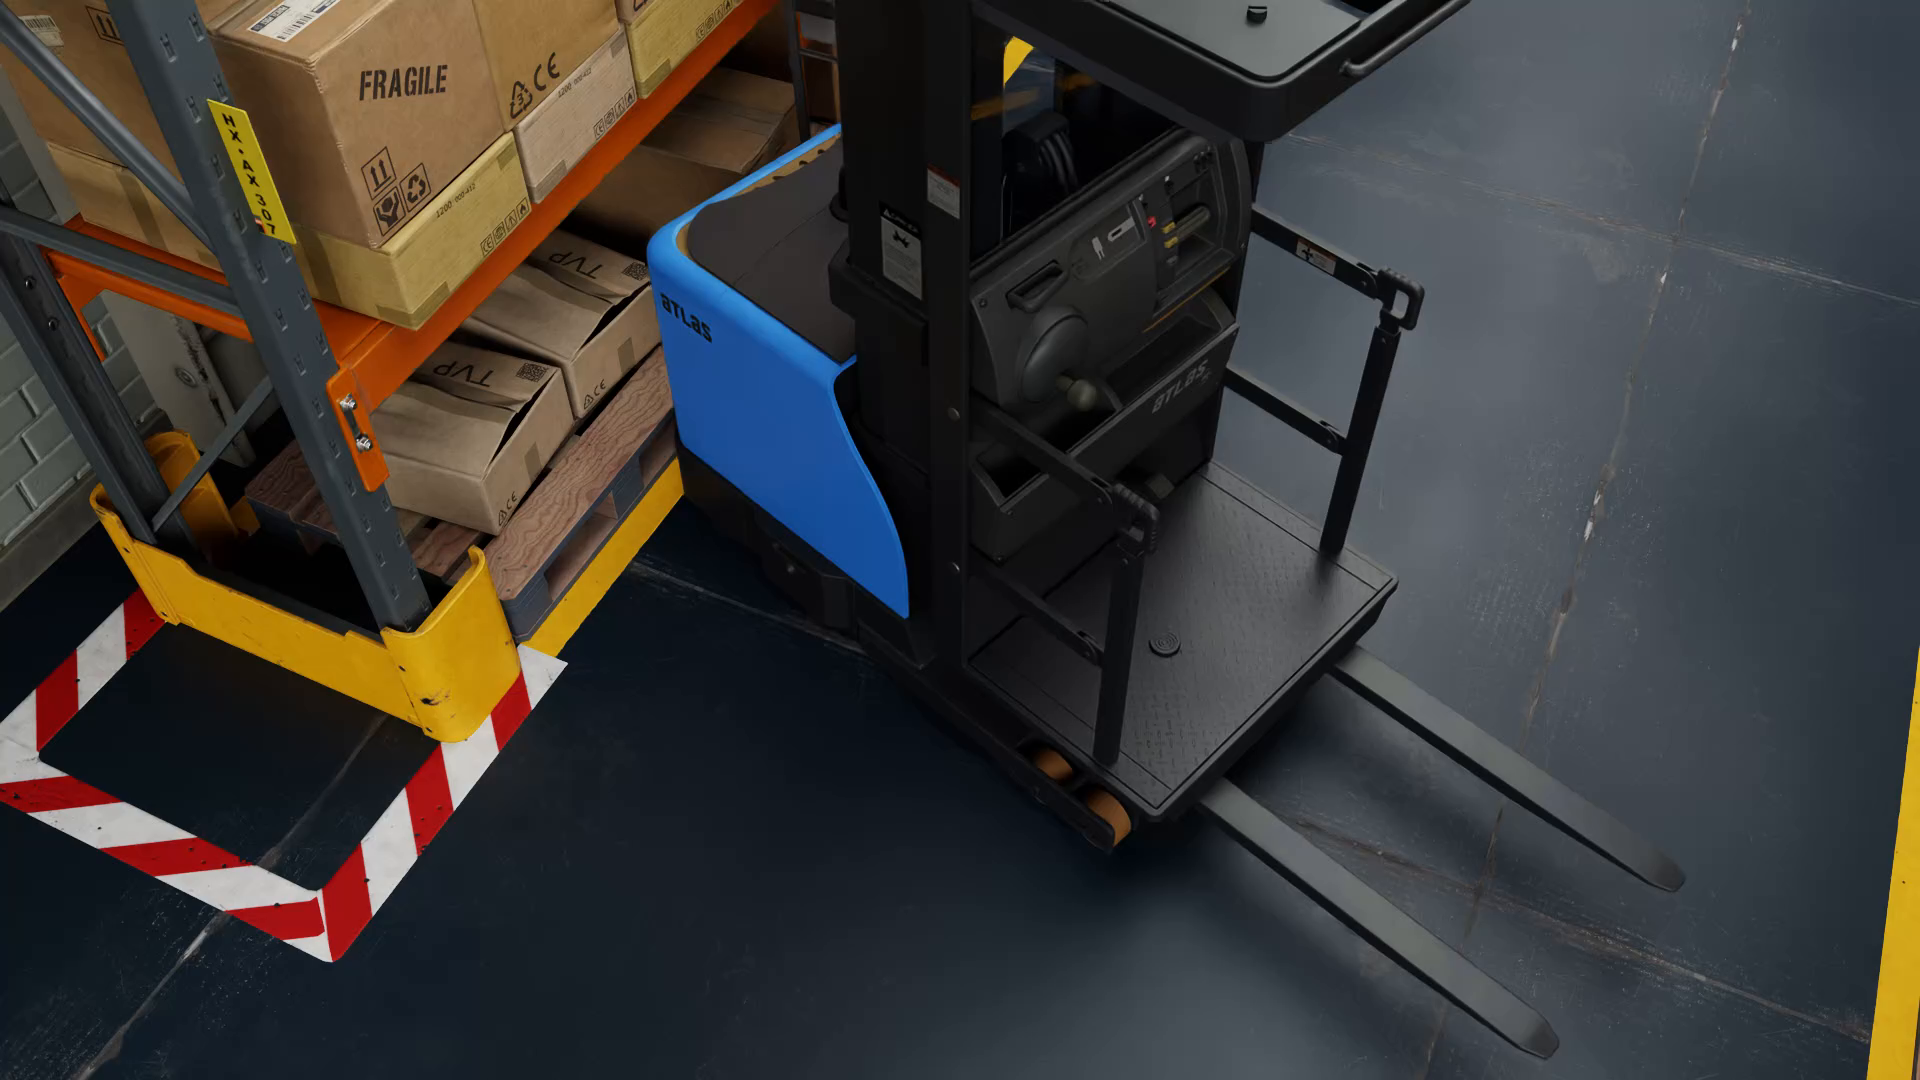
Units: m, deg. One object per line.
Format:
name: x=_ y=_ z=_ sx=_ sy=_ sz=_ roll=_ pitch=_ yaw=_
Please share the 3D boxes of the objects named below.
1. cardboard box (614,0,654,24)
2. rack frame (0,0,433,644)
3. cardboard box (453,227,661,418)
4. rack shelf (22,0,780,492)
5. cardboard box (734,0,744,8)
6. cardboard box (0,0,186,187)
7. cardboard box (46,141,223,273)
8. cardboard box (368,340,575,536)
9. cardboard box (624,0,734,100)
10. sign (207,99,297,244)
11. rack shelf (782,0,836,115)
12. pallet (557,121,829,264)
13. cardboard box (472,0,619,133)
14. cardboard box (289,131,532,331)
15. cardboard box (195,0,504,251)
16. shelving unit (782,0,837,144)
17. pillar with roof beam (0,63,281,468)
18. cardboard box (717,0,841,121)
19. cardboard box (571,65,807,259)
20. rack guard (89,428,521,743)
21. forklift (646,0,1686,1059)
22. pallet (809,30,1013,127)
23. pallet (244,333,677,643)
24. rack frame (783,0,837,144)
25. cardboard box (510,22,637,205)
cardboard box: x=-0.989 y=-1.753 z=4.365 sx=0.500 sy=0.500 sz=0.500 roll=18 pitch=52 yaw=15
rack frame: x=-1.912 y=-0.631 z=3.817 sx=1.000 sy=3.000 sz=0.127 roll=20 pitch=52 yaw=16
cardboard box: x=-1.291 y=-0.742 z=5.388 sx=0.500 sy=0.311 sz=0.500 roll=24 pitch=54 yaw=19
rack shelf: x=-1.057 y=-1.775 z=5.263 sx=1.077 sy=0.370 sz=4.000 roll=20 pitch=52 yaw=16
cardboard box: x=-0.766 y=-1.880 z=4.965 sx=0.500 sy=0.250 sz=0.500 roll=20 pitch=53 yaw=16
cardboard box: x=-1.902 y=-1.225 z=3.916 sx=0.500 sy=0.500 sz=0.500 roll=19 pitch=52 yaw=16
cardboard box: x=-1.887 y=-0.973 z=4.194 sx=0.500 sy=0.250 sz=0.500 roll=20 pitch=53 yaw=17
cardboard box: x=-1.535 y=-0.349 z=5.054 sx=0.500 sy=0.311 sz=0.500 roll=14 pitch=51 yaw=12
cardboard box: x=-0.984 y=-1.532 z=4.670 sx=0.500 sy=0.250 sz=0.500 roll=19 pitch=52 yaw=16
sign: x=-1.421 y=-0.735 z=3.337 sx=0.100 sy=0.325 sz=0.005 roll=20 pitch=52 yaw=16
rack shelf: x=-0.246 y=-1.634 z=5.262 sx=0.431 sy=0.518 sz=0.480 roll=19 pitch=56 yaw=16
pallet: x=-0.978 y=-1.164 z=6.102 sx=1.003 sy=0.211 sz=1.213 roll=20 pitch=52 yaw=16
cardboard box: x=-1.216 y=-1.400 z=4.064 sx=0.500 sy=0.500 sz=0.500 roll=20 pitch=52 yaw=16
cardboard box: x=-1.416 y=-0.821 z=4.065 sx=0.500 sy=0.250 sz=0.500 roll=18 pitch=52 yaw=15
cardboard box: x=-1.436 y=-1.062 z=3.777 sx=0.500 sy=0.500 sz=0.500 roll=20 pitch=52 yaw=16
shelving unit: x=-0.246 y=-1.642 z=5.251 sx=0.431 sy=2.100 sz=0.503 roll=19 pitch=56 yaw=16
pillar with roof beam: x=1.498 y=-1.937 z=0.990 sx=9.100 sy=9.000 sz=0.400 roll=20 pitch=52 yaw=16
cardboard box: x=-0.610 y=-1.990 z=6.326 sx=0.500 sy=0.500 sz=0.500 roll=16 pitch=52 yaw=13
cardboard box: x=-0.932 y=-1.292 z=5.732 sx=0.700 sy=0.500 sz=0.500 roll=17 pitch=52 yaw=14
rack guard: x=-1.879 y=0.127 z=4.814 sx=1.175 sy=0.500 sz=0.348 roll=20 pitch=52 yaw=16
forklift: x=0.528 y=-0.565 z=3.807 sx=3.031 sy=2.935 sz=1.130 roll=36 pitch=59 yaw=27
pallet: x=-0.458 y=-2.007 z=6.819 sx=1.003 sy=0.211 sz=1.213 roll=20 pitch=52 yaw=16
pallet: x=-1.500 y=-0.327 z=5.390 sx=1.003 sy=0.211 sz=1.213 roll=20 pitch=52 yaw=16
rack frame: x=-0.347 y=-1.464 z=5.118 sx=0.400 sy=2.100 sz=0.015 roll=19 pitch=56 yaw=16
cardboard box: x=-1.207 y=-1.183 z=4.373 sx=0.500 sy=0.250 sz=0.500 roll=18 pitch=52 yaw=15
